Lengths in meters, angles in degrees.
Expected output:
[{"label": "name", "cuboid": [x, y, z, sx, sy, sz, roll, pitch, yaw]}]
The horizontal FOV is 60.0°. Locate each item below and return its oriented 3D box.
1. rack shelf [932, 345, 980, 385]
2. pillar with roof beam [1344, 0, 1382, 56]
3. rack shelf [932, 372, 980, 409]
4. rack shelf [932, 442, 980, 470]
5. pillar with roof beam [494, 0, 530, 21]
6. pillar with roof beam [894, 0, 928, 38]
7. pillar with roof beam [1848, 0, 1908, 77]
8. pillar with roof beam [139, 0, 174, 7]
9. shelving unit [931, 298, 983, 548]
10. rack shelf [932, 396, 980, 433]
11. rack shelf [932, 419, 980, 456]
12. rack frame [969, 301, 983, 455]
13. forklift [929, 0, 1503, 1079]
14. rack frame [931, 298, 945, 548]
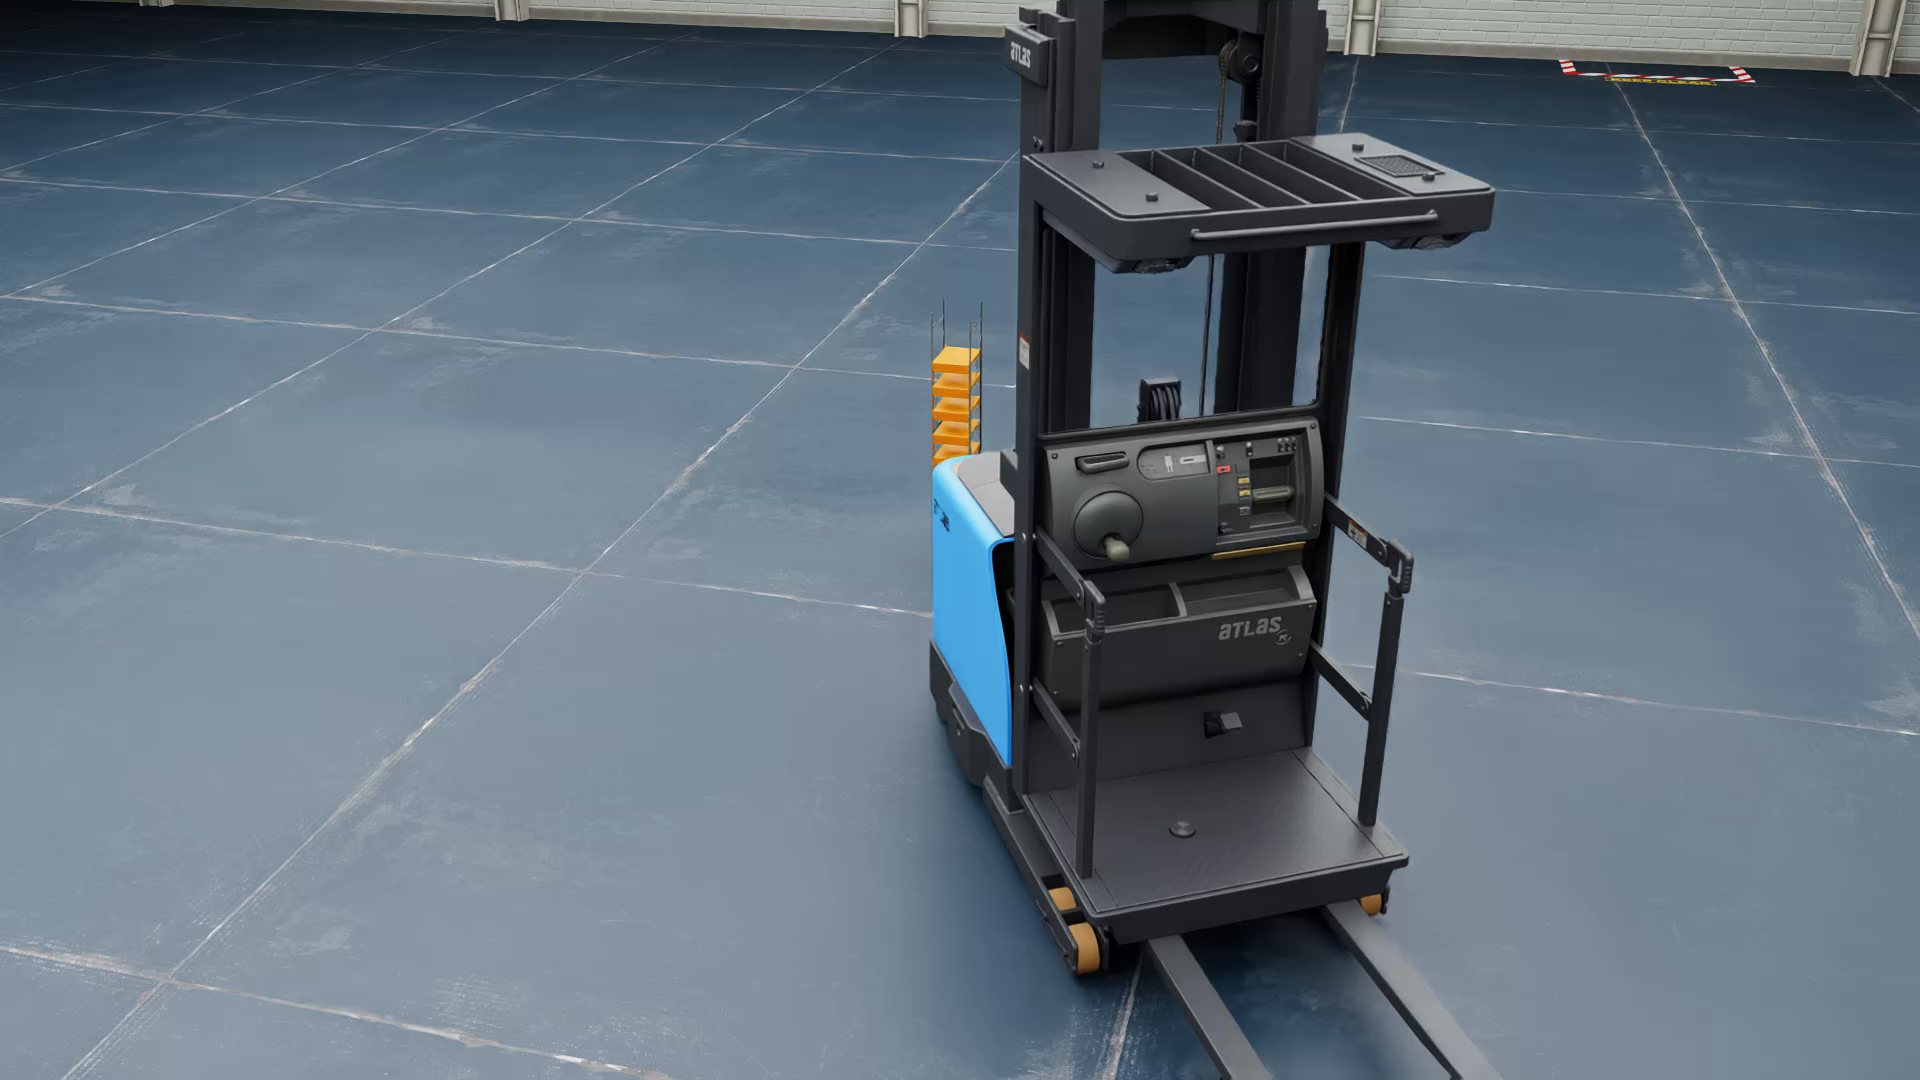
[{"label": "rack shelf", "cuboid": [-0.014, -0.828, 7.860, 0.180, 0.103, 0.258, 6, 26, 13]}, {"label": "pillar with roof beam", "cuboid": [4.076, -8.534, 15.706, 0.400, 9.000, 9.100, 6, 26, 13]}, {"label": "rack shelf", "cuboid": [-0.014, -0.720, 7.911, 0.180, 0.103, 0.258, 6, 26, 13]}, {"label": "rack shelf", "cuboid": [-0.014, -0.395, 8.066, 0.180, 0.103, 0.258, 6, 26, 13]}, {"label": "pillar with roof beam", "cuboid": [-7.546, -9.818, 18.404, 0.400, 9.000, 9.100, 6, 26, 13]}, {"label": "pillar with roof beam", "cuboid": [-1.735, -9.176, 17.055, 0.400, 9.000, 9.100, 6, 26, 13]}, {"label": "pillar with roof beam", "cuboid": [9.887, -7.891, 14.357, 0.400, 9.000, 9.100, 6, 26, 13]}, {"label": "pillar with roof beam", "cuboid": [-13.357, -10.461, 19.754, 0.400, 9.000, 9.100, 6, 26, 13]}, {"label": "shelving unit", "cuboid": [-0.014, -0.543, 7.995, 0.189, 1.200, 0.258, 6, 26, 13]}, {"label": "rack shelf", "cuboid": [-0.014, -0.612, 7.963, 0.180, 0.103, 0.258, 6, 26, 13]}, {"label": "rack shelf", "cuboid": [-0.014, -0.503, 8.014, 0.180, 0.103, 0.258, 6, 26, 13]}, {"label": "rack frame", "cuboid": [0.075, -0.533, 7.975, 0.006, 1.200, 0.240, 6, 26, 13]}, {"label": "forklift", "cuboid": [0.785, -0.121, 5.094, 1.130, 2.935, 3.031, -7, 26, -15]}, {"label": "rack frame", "cuboid": [-0.103, -0.553, 8.016, 0.006, 1.200, 0.240, 6, 26, 13]}]
